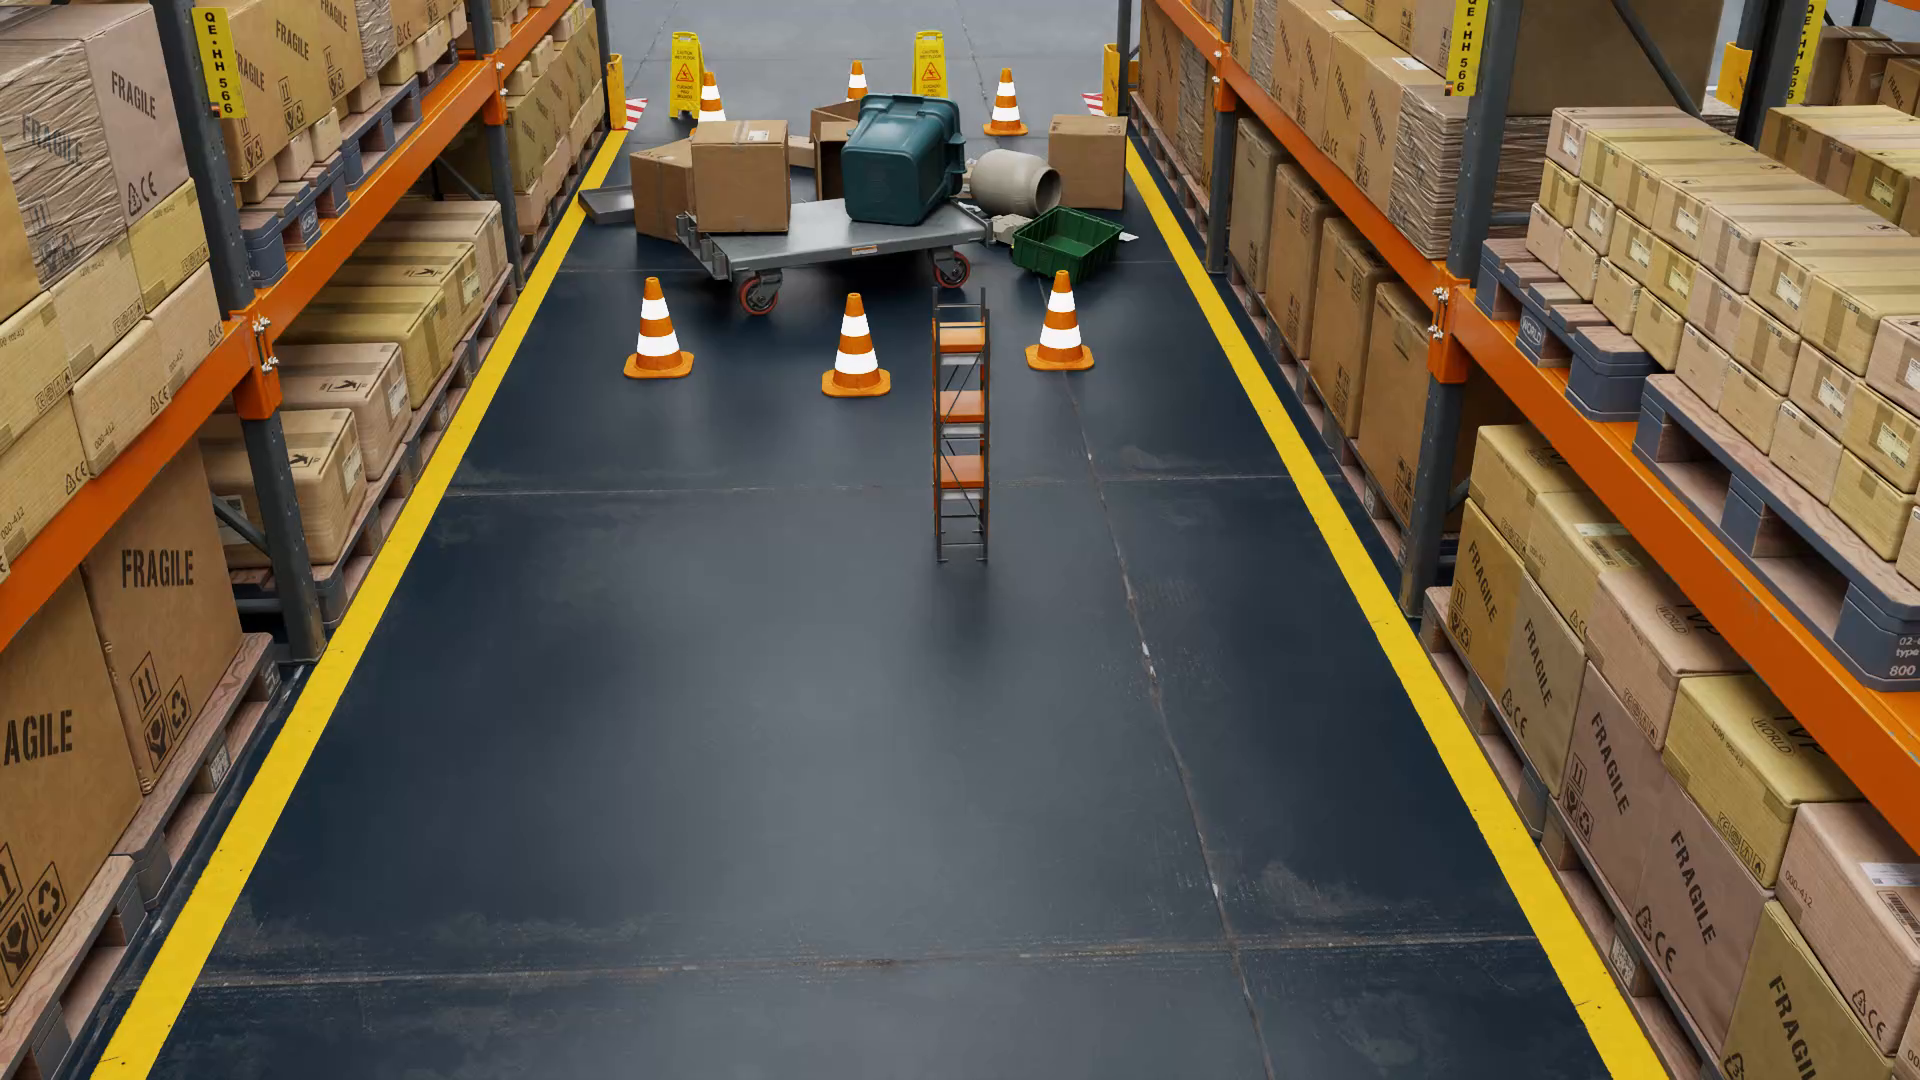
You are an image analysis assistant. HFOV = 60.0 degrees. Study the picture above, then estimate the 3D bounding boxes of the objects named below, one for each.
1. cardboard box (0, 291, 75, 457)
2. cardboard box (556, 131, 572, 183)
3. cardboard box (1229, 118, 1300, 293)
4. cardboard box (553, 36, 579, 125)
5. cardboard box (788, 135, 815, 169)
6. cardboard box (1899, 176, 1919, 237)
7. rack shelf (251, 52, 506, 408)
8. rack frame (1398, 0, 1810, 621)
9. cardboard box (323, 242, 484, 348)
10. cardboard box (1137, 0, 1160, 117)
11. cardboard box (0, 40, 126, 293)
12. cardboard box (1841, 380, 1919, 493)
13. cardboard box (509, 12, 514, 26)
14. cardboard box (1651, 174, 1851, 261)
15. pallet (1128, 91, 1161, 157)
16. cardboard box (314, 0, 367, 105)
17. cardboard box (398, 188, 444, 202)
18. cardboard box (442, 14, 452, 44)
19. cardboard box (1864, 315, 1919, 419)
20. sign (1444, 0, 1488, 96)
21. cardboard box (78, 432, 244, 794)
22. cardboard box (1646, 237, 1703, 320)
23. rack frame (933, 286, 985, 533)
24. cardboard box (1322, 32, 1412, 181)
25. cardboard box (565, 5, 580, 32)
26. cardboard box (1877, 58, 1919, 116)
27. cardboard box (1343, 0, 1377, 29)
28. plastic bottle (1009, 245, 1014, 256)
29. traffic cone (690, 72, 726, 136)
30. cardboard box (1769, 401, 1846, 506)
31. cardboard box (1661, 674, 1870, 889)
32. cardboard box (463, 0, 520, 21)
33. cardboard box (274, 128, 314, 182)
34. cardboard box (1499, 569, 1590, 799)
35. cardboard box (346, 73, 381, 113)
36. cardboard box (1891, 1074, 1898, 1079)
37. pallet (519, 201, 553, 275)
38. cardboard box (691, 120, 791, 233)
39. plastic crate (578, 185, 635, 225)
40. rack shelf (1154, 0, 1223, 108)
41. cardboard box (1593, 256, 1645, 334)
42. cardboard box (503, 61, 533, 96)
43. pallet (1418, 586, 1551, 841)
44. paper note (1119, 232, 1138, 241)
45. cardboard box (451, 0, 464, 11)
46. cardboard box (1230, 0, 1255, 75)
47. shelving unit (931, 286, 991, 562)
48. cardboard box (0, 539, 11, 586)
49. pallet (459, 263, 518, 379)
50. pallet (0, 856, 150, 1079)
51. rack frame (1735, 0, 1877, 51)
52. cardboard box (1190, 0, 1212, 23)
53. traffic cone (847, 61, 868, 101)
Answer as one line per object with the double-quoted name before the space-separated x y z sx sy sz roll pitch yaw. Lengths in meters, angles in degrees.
"cardboard box" -2.424 -0.370 3.837 0.500 0.250 0.500 -2 28 -4
"cardboard box" -2.821 -2.489 10.798 0.500 0.250 0.500 -2 28 -3
"cardboard box" 2.070 -1.822 8.979 1.050 0.750 0.750 -2 28 -3
"cardboard box" -2.847 -3.061 11.083 0.500 0.500 0.500 -2 28 -4
"cardboard box" -1.113 -2.779 11.917 0.380 0.149 0.250 13 30 24
"cardboard box" 2.683 -0.834 4.280 0.380 0.149 0.250 -1 28 -1
"rack shelf" -2.885 -1.509 7.178 1.077 0.370 4.000 -1 28 -3
"rack frame" 2.157 -1.071 5.560 1.000 3.000 0.127 -1 28 -3
"cardboard box" -2.919 -1.199 8.193 0.950 0.372 0.625 0 28 1
"cardboard box" 1.841 -3.698 12.440 0.875 0.875 0.875 -1 28 -2
"cardboard box" -2.458 -0.923 4.087 0.500 0.500 0.500 -1 28 -2
"cardboard box" 2.075 -0.218 3.420 0.380 0.149 0.250 -1 28 -2
"cardboard box" -2.795 -3.031 9.590 0.380 0.149 0.250 -2 28 -3
"cardboard box" 2.026 -0.832 4.275 0.380 0.149 0.250 -3 28 -5
"pallet" 1.859 -3.162 12.584 1.003 0.211 1.213 -1 28 -3
"cardboard box" -2.642 -1.966 6.392 0.500 0.500 0.500 -1 28 -2
"cardboard box" -3.289 -1.986 9.832 0.500 0.250 0.500 0 28 0
"cardboard box" -2.691 -2.474 8.066 0.380 0.149 0.250 -2 28 -4
"cardboard box" 2.083 -0.345 3.342 0.380 0.149 0.250 -3 28 -5
"sign" 1.603 -1.569 5.263 0.100 0.325 0.005 -1 28 -3
"cardboard box" -2.828 0.172 5.020 0.875 0.875 0.875 -2 28 -3
"cardboard box" 2.029 -0.685 4.315 0.380 0.149 0.250 -1 28 -2
"rack frame" -0.004 -0.497 6.568 0.200 1.050 0.008 -1 28 -3
"cardboard box" 1.815 -1.778 6.807 0.500 0.500 0.500 -2 28 -4
"cardboard box" -2.800 -3.539 11.298 0.380 0.149 0.250 -1 28 -2
"cardboard box" 6.793 -3.063 11.628 0.500 0.500 0.500 1 28 2
"cardboard box" 2.060 -2.473 7.058 0.700 0.500 0.500 -2 28 -3
"plastic bottle" 0.427 -1.706 9.956 0.133 0.061 0.283 -17 32 -29
"traffic cone" -1.888 -3.307 12.590 0.336 0.463 0.334 -1 28 -3
"cardboard box" 2.062 -0.202 3.711 0.380 0.149 0.250 -2 28 -4
"cardboard box" 2.019 0.547 3.896 0.500 0.250 0.500 -3 28 -5
"cardboard box" -2.735 -3.138 9.093 0.500 0.500 0.500 -1 28 -3
"cardboard box" -2.562 -1.393 5.995 0.380 0.149 0.250 -3 28 -6
"cardboard box" 1.969 0.416 4.957 0.500 0.500 0.500 -1 28 -2
"cardboard box" -2.648 -1.882 6.932 0.380 0.149 0.250 -1 28 -1
"cardboard box" 2.076 1.363 3.142 0.500 0.500 0.500 -2 28 -4
"pallet" -3.060 -1.825 10.021 1.003 0.211 1.213 -1 28 -3
"cardboard box" -1.214 -2.036 9.295 0.500 0.500 0.500 -1 28 -3
"plastic crate" -2.253 -2.202 10.886 0.402 0.080 0.583 -11 30 -20
"rack shelf" 1.844 -3.523 11.039 1.077 0.370 4.000 -1 28 -3
"cardboard box" 2.007 -0.686 4.639 0.380 0.149 0.250 0 28 0
"cardboard box" -2.698 -2.677 9.646 0.380 0.149 0.250 -1 28 -2
"pallet" 2.196 0.526 5.512 1.003 0.211 1.213 -1 28 -3
"paper note" 1.009 -1.891 10.341 0.147 0.020 0.142 -23 35 -37
"cardboard box" -2.737 -2.907 8.195 0.500 0.500 0.500 -2 28 -4
"cardboard box" 1.707 -2.713 8.600 0.500 0.500 0.500 -1 28 -2
"shelving unit" 0.003 -0.441 6.460 0.215 1.050 0.252 -1 28 -3
"cardboard box" -2.388 0.092 3.491 0.500 0.250 0.500 -2 28 -3
"pallet" -2.948 -1.156 8.738 1.003 0.211 1.213 -1 28 -3
"pallet" -2.754 1.260 4.107 1.003 0.211 1.213 -1 28 -3
"rack frame" 6.698 -4.838 12.783 1.000 3.000 0.127 -1 28 -3
"cardboard box" 1.866 -3.408 9.879 0.875 0.550 0.550 -1 28 -3
"traffic cone" -0.797 -3.491 12.942 0.336 0.463 0.334 -1 28 -3
